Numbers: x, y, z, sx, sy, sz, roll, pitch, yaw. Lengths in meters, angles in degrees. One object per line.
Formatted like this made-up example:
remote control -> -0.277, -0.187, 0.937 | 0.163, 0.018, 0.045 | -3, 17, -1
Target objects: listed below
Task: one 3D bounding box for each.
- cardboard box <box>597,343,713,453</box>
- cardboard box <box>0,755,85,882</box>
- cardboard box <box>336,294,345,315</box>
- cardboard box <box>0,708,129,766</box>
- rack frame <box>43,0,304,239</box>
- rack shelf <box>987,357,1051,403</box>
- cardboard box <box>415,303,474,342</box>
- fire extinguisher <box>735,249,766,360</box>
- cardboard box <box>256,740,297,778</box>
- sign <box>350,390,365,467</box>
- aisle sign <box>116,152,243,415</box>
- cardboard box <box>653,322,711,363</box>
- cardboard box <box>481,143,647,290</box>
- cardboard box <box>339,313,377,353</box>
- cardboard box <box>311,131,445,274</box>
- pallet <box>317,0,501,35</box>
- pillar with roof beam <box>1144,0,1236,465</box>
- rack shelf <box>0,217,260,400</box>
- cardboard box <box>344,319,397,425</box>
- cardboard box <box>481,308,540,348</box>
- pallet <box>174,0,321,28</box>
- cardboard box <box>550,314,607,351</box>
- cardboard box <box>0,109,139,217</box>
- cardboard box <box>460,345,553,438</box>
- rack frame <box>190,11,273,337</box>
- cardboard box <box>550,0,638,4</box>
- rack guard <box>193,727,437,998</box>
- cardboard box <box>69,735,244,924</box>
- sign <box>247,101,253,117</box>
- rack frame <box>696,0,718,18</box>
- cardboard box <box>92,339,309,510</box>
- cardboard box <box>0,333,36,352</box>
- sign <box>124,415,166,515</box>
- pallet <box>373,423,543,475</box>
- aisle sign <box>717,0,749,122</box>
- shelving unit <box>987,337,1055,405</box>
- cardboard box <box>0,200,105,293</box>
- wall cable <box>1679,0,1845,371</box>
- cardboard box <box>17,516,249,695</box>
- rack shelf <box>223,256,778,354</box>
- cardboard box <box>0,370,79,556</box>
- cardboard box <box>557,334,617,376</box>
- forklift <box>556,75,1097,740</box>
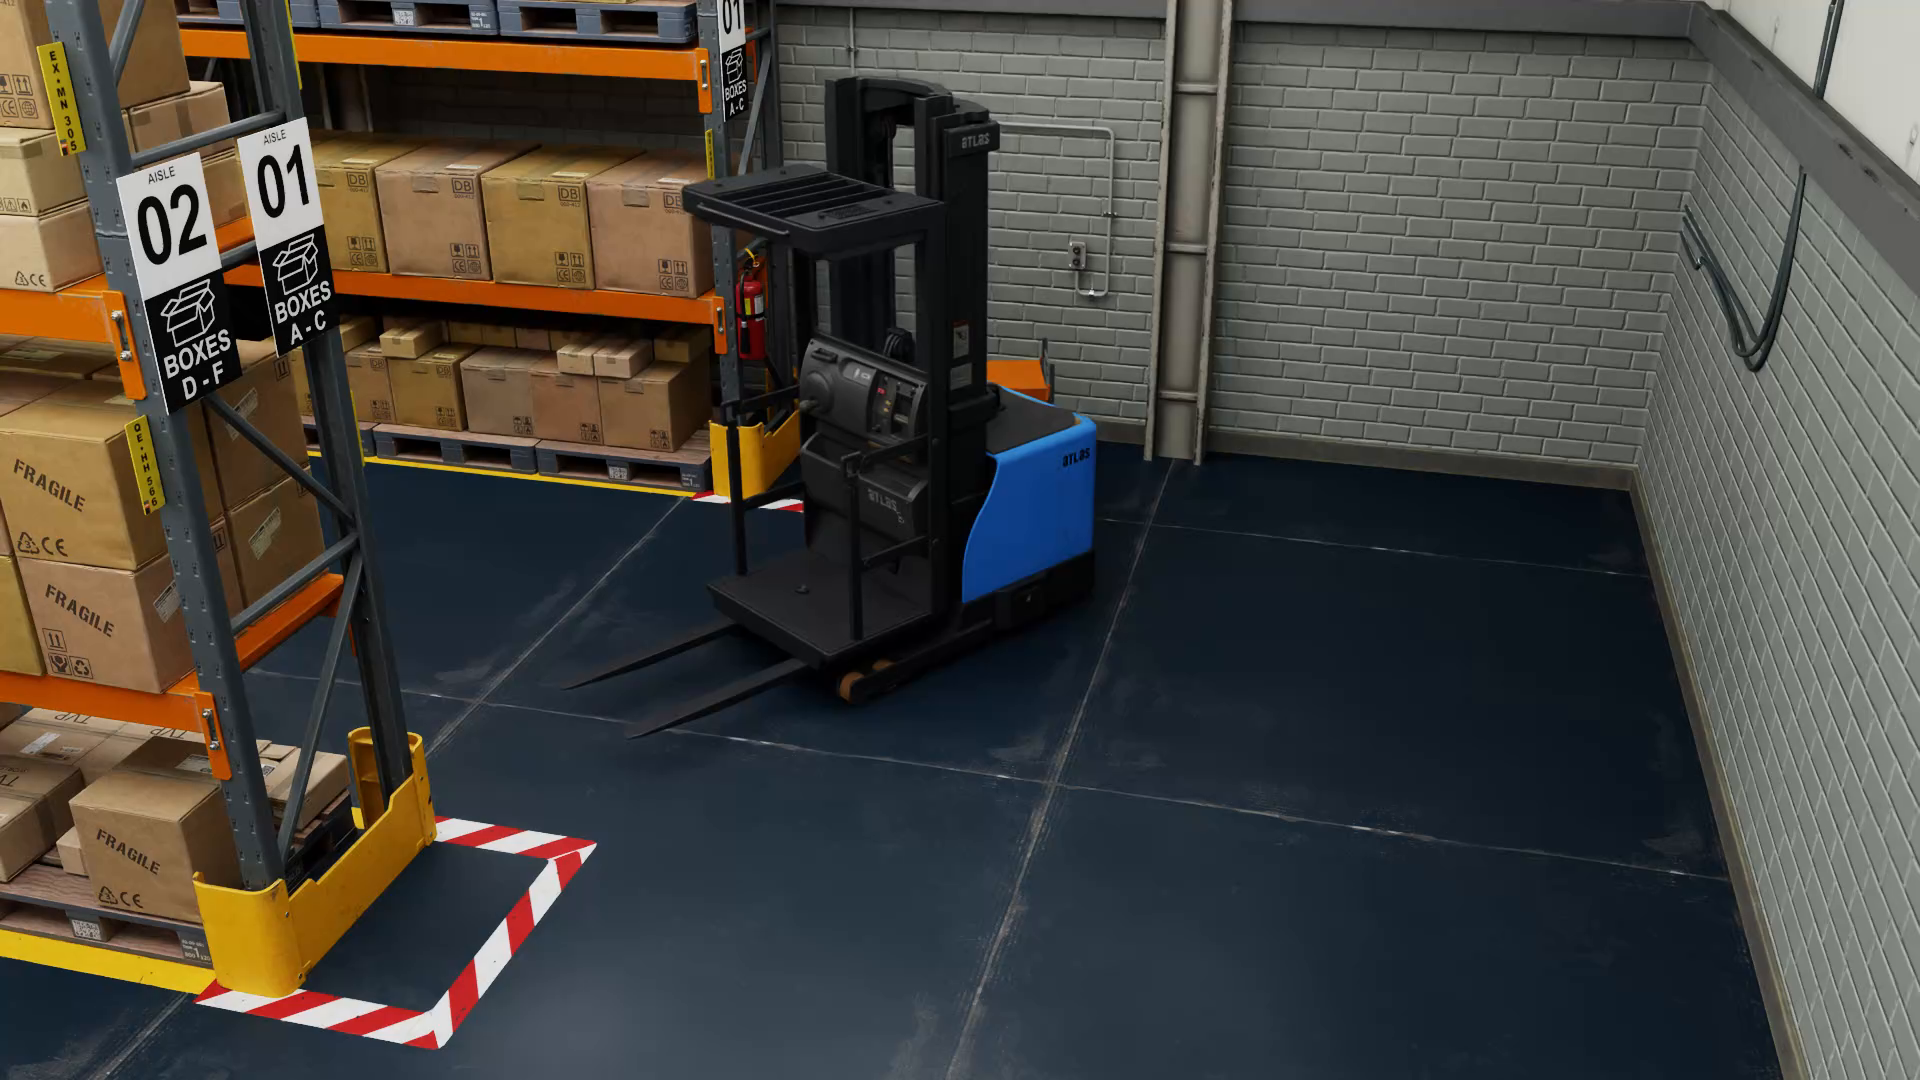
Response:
cardboard box -> -2.043, -0.970, 11.218 | 0.500, 0.500, 0.700 | 6, 26, 13
cardboard box -> -4.071, 1.160, 7.011 | 0.500, 0.250, 0.500 | 6, 26, 13
cardboard box -> -4.607, -1.633, 11.856 | 0.250, 0.149, 0.380 | 6, 26, 13
cardboard box -> -3.995, 0.946, 7.460 | 0.500, 0.250, 0.500 | 6, 26, 13
rack frame -> -2.571, -2.522, 5.078 | 0.127, 3.000, 1.000 | 6, 26, 13
rack shelf -> 0.027, -0.892, 10.134 | 1.000, 0.278, 0.538 | -1, 25, -3
cardboard box -> -3.596, -1.522, 11.623 | 0.250, 0.149, 0.380 | 7, 26, 14
fire extinguisher -> -1.309, -1.464, 10.360 | 0.183, 0.674, 0.296 | 6, 26, 13
cardboard box -> -3.133, 1.053, 7.333 | 0.250, 0.166, 0.380 | 6, 26, 13
sign -> -2.436, -0.430, 6.656 | 0.005, 0.325, 0.100 | 6, 26, 13
aisle sign -> -2.581, -0.852, 5.526 | 0.004, 0.787, 0.394 | 6, 26, 13
cardboard box -> -1.873, -1.333, 11.225 | 0.250, 0.149, 0.380 | 6, 26, 13
cardboard box -> -2.544, -2.135, 10.896 | 0.700, 0.700, 0.980 | 6, 26, 13
cardboard box -> -4.230, -1.423, 11.413 | 0.250, 0.149, 0.380 | 7, 26, 15
cardboard box -> -3.988, -2.294, 11.230 | 0.700, 0.700, 0.980 | 6, 26, 12
pallet -> -3.247, -3.395, 10.505 | 1.213, 0.211, 1.003 | 6, 26, 13
pillar with roof beam -> 0.418, -2.863, 5.796 | 0.400, 9.000, 9.100 | 6, 26, 13
rack shelf -> -4.508, -1.057, 6.328 | 4.000, 0.370, 1.077 | 6, 26, 13
cardboard box -> -4.030, -1.187, 11.673 | 0.500, 0.500, 0.700 | 6, 26, 12
cardboard box -> -3.101, -1.468, 11.508 | 0.250, 0.149, 0.380 | 7, 26, 14
pallet -> -4.425, -3.526, 10.781 | 1.213, 0.211, 1.003 | 6, 26, 13
cardboard box -> -2.606, -1.414, 11.395 | 0.250, 0.149, 0.380 | 7, 26, 13
cardboard box -> -3.132, -1.274, 5.541 | 0.500, 0.250, 0.500 | 6, 26, 13
cardboard box -> -3.015, -1.077, 11.443 | 0.500, 0.500, 0.700 | 5, 26, 11
rack frame -> -5.215, -2.304, 11.600 | 0.127, 3.000, 1.000 | 6, 26, 13
cardboard box -> -2.116, -3.365, 9.909 | 0.500, 0.250, 0.500 | 7, 26, 15
rack guard -> -2.644, 1.307, 6.922 | 0.348, 0.500, 1.175 | 6, 26, 13
cardboard box -> -3.159, 1.161, 6.718 | 0.500, 0.500, 0.500 | 6, 26, 13
sign -> -5.078, -2.962, 11.883 | 0.005, 0.325, 0.100 | 6, 26, 13
rack frame -> -1.341, -4.585, 9.411 | 0.127, 3.000, 1.000 | 6, 26, 13
cardboard box -> -2.935, -0.467, 6.462 | 0.500, 0.500, 0.500 | 7, 26, 15
cardboard box -> -3.926, -0.575, 6.690 | 0.500, 0.500, 0.500 | 7, 26, 14
sign -> -2.728, -0.250, 5.570 | 0.005, 0.325, 0.100 | 6, 26, 13
pallet -> -3.312, -0.801, 11.688 | 1.213, 0.211, 1.003 | 6, 26, 13
aisle sign -> -1.346, -2.917, 9.863 | 0.004, 0.787, 0.394 | 6, 26, 13
shelving unit -> 0.027, -0.628, 10.260 | 1.048, 1.125, 0.538 | -1, 25, -3
cardboard box -> -3.134, -1.045, 5.640 | 0.500, 0.250, 0.500 | 6, 26, 13
wall cable -> 4.048, -2.428, 8.494 | 0.112, 2.526, 3.097 | 6, 26, 13
cardboard box -> -3.072, 0.207, 6.209 | 0.500, 0.500, 0.500 | 7, 26, 15
rack shelf -> -3.278, -1.765, 11.305 | 4.000, 0.370, 1.077 | 6, 26, 13
cardboard box -> -3.560, -0.297, 6.104 | 0.500, 0.500, 0.500 | 7, 26, 14
cardboard box -> -2.461, -1.228, 11.004 | 0.250, 0.149, 0.380 | 7, 26, 14
forklift -> -0.659, -0.736, 8.387 | 3.031, 2.935, 1.130 | -21, 33, -37
